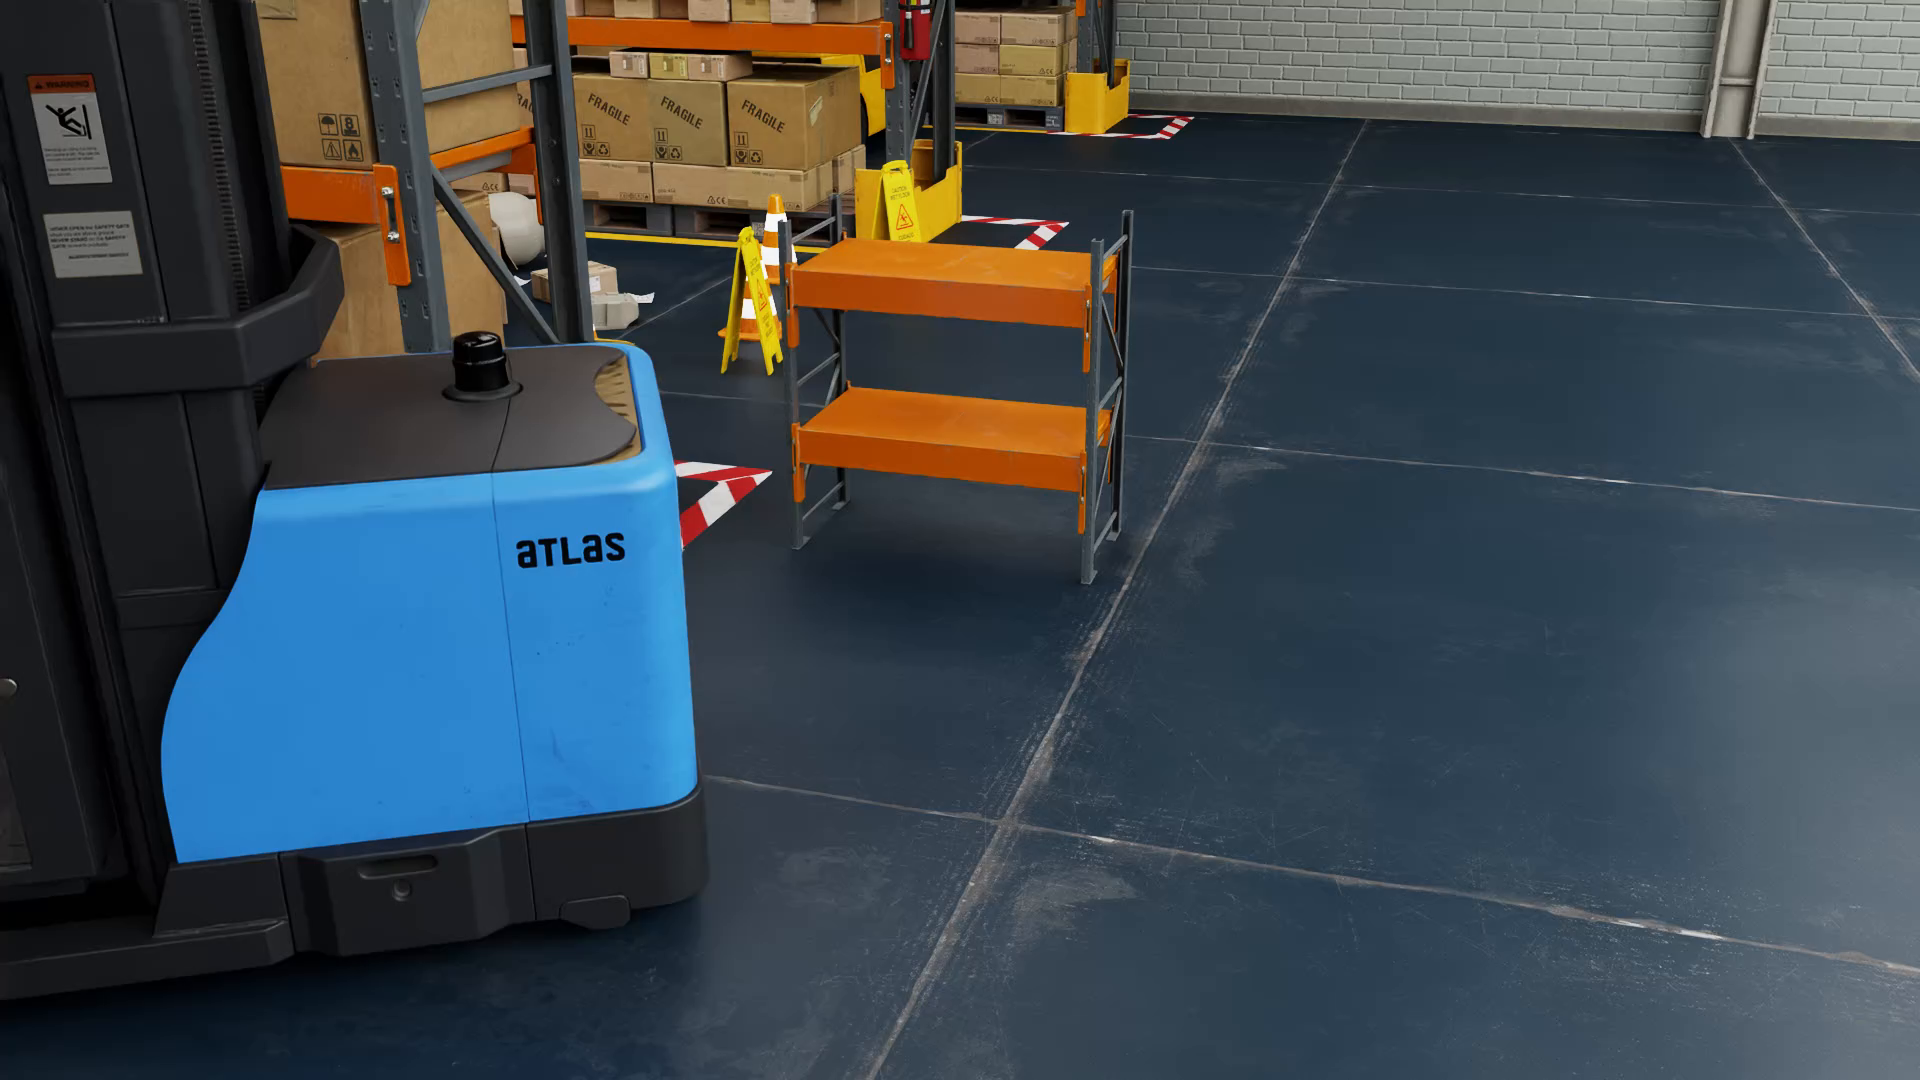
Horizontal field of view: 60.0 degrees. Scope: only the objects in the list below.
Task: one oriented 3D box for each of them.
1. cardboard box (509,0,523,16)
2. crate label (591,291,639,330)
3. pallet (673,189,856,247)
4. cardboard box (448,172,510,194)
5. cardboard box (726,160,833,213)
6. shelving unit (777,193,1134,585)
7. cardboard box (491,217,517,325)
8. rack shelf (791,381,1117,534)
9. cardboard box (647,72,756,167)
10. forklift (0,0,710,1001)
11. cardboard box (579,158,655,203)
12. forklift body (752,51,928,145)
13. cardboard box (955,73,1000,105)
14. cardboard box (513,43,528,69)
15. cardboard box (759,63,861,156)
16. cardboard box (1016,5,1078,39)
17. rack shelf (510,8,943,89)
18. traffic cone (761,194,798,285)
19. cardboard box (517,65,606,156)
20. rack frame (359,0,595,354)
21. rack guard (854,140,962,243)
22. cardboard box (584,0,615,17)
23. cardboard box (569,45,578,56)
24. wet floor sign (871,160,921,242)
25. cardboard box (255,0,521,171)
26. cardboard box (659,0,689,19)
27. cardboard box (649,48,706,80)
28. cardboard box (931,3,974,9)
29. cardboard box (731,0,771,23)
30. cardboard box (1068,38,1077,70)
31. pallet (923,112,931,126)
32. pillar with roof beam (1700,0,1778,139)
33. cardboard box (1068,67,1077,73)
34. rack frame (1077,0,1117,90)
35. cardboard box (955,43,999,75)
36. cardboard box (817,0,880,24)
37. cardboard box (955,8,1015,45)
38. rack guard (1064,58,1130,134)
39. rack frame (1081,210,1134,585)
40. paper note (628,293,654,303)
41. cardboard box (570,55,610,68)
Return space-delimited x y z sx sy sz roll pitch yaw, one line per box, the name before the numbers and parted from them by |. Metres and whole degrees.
cardboard box | -2.632 -3.317 10.234 0.250 0.149 0.380 7 23 16
crate label | -1.783 -1.166 8.433 0.298 0.136 0.250 -5 23 -12
pallet | -1.074 -2.109 10.634 1.213 0.211 1.003 7 23 16
cardboard box | -3.062 -2.433 10.818 0.500 0.250 0.500 8 24 19
cardboard box | -1.108 -2.205 10.262 0.500 0.250 0.500 6 23 15
shelving unit | -0.006 -0.521 5.558 1.048 1.125 0.538 7 23 16
cardboard box | -2.646 -1.407 8.537 0.637 0.503 0.797 -9 24 -21
rack shelf | -0.006 -0.295 5.651 1.000 0.278 0.538 7 23 16
cardboard box | -1.576 -2.607 10.255 0.500 0.500 0.500 7 23 17
forklift | -2.136 -0.564 3.284 3.031 2.935 1.130 -5 23 -12
cardboard box | -2.081 -2.317 10.536 0.500 0.250 0.500 6 23 14
forklift body | -1.145 -4.245 13.286 1.214 2.155 2.313 7 23 16
cardboard box | 0.182 -4.010 14.663 0.500 0.250 0.500 7 23 15
cardboard box | -2.722 -3.014 10.393 0.250 0.149 0.380 8 24 19
cardboard box | -0.949 -2.750 10.602 0.500 0.500 0.500 6 23 14
cardboard box | 0.791 -4.599 14.782 0.500 0.250 0.500 6 23 15
rack shelf | -2.148 -3.176 10.507 4.000 0.370 1.077 7 23 16
traffic cone | -1.018 -1.694 9.290 0.334 0.463 0.336 7 23 16
cardboard box | -2.564 -2.722 10.535 0.500 0.500 0.500 8 24 18
rack frame | -1.566 -1.480 5.425 0.127 3.000 1.000 7 23 16
rack guard | -0.306 -2.141 10.331 0.348 0.500 1.175 7 23 16
cardboard box | -2.111 -3.311 10.220 0.250 0.149 0.380 7 23 16
cardboard box | -3.876 -4.768 16.017 0.625 0.625 0.875 6 23 15
wet floor sign | -0.360 -1.790 9.284 0.232 0.644 0.267 16 27 34
cardboard box | -1.935 -1.573 5.455 0.550 0.550 0.875 7 23 16
cardboard box | -1.627 -3.256 10.086 0.250 0.149 0.380 7 23 16
cardboard box | -1.686 -2.896 10.104 0.250 0.149 0.380 7 23 16
cardboard box | -0.164 -4.711 15.056 0.500 0.250 0.500 6 23 15
cardboard box | -1.167 -3.160 9.851 0.250 0.149 0.380 6 23 15
cardboard box | 0.807 -4.373 14.890 0.500 0.250 0.500 7 23 16
pallet | -0.712 -4.006 15.258 1.213 0.211 1.003 7 23 15
pillar with roof beam | 5.291 -6.050 8.663 0.400 9.000 9.100 7 23 16
cardboard box | 0.783 -4.140 14.980 0.500 0.250 0.500 7 23 16
rack frame | 1.197 -5.093 14.234 0.127 3.000 1.000 7 23 16
cardboard box | 0.164 -4.245 14.578 0.500 0.250 0.500 6 23 15
cardboard box | -0.653 -3.136 9.794 0.250 0.149 0.380 7 23 17
cardboard box | 0.175 -4.469 14.464 0.500 0.250 0.500 7 23 16
rack guard | 1.220 -3.934 14.702 0.348 0.500 1.175 7 23 16
rack frame | 0.480 -0.465 5.422 0.032 1.125 0.500 7 23 16
paper note | -1.713 -1.296 8.889 0.142 0.019 0.148 -1 22 -3
cardboard box | -2.443 -2.919 11.015 0.500 0.500 0.500 8 24 18
